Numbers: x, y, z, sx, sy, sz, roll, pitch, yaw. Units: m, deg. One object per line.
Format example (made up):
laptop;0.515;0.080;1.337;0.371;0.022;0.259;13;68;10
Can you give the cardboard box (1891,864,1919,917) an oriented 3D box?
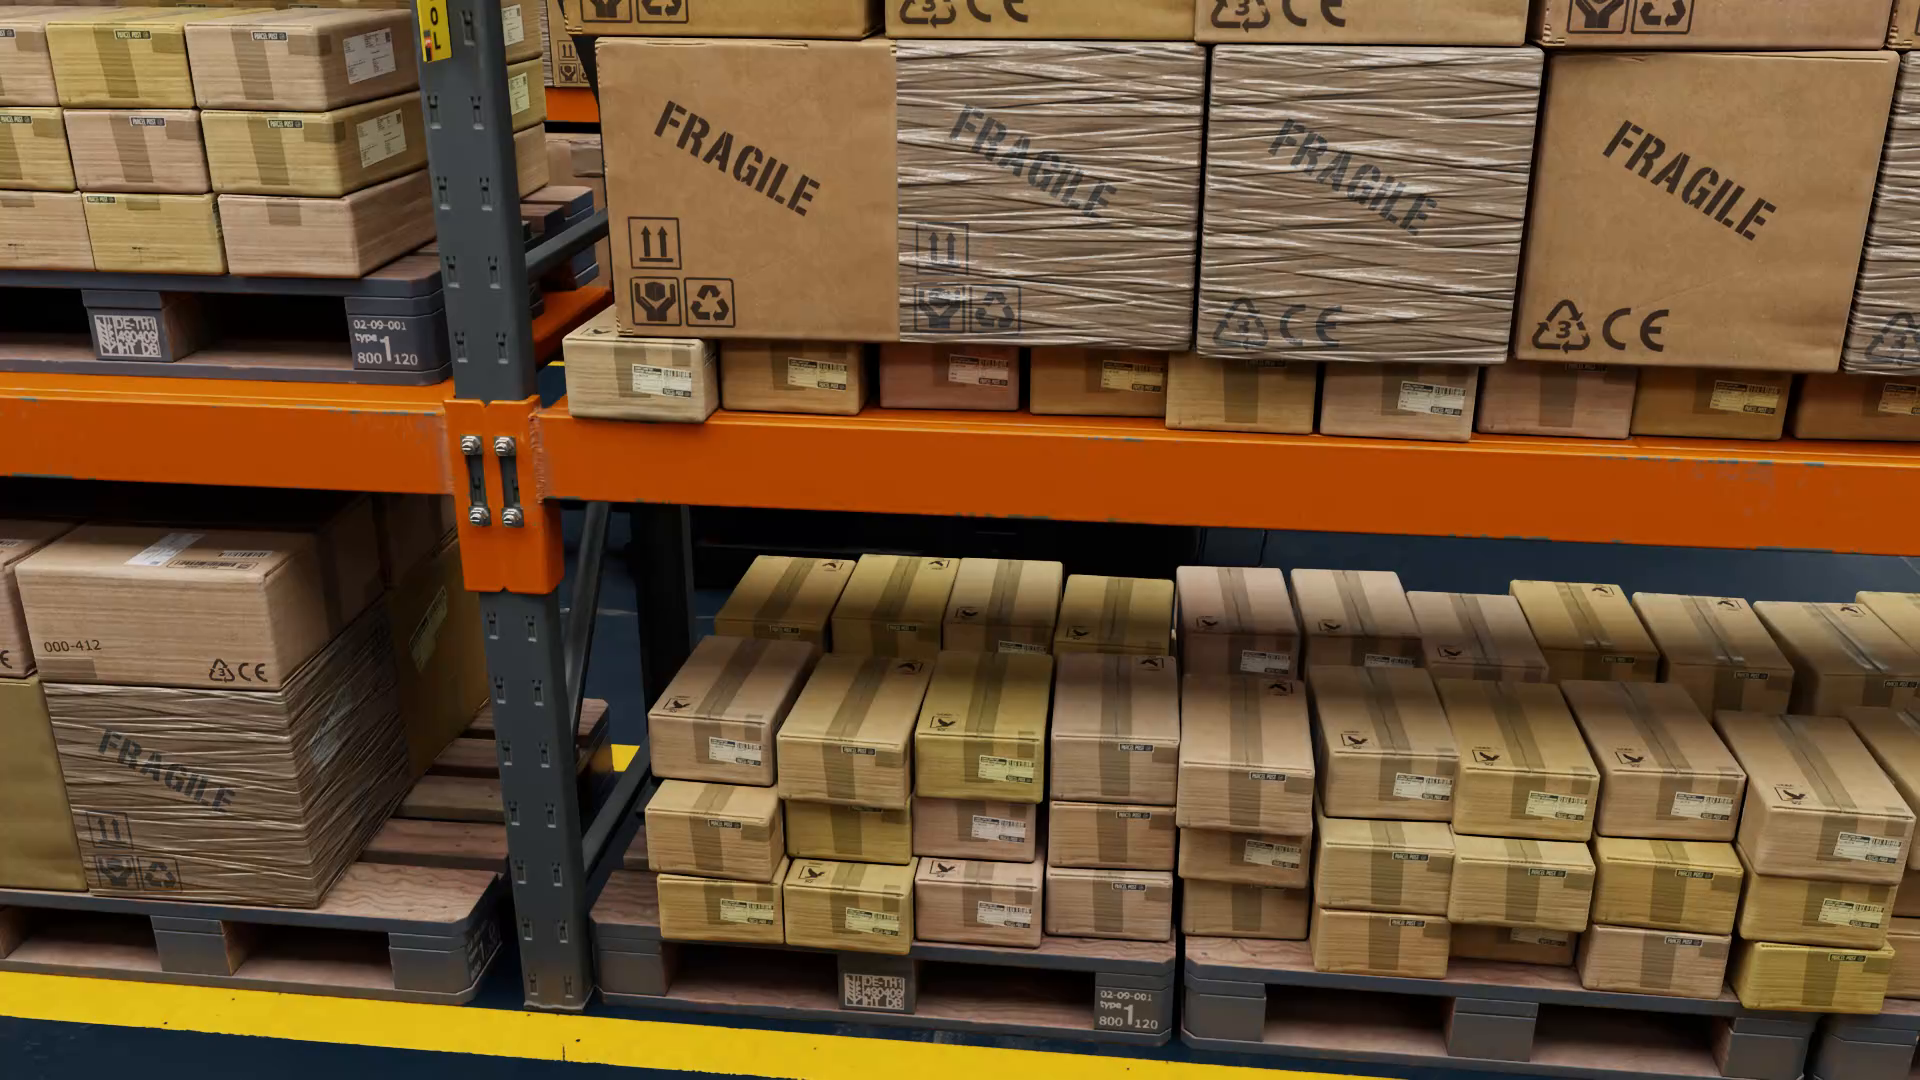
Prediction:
cardboard box;1.858;0.580;3.294;0.250;0.149;0.380;2;22;6

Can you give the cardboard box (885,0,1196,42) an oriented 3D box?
cardboard box;0.150;-1.120;2.791;0.500;0.500;0.500;2;22;5

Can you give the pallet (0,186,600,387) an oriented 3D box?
pallet;-1.527;-0.592;3.619;1.213;0.211;1.003;2;22;6

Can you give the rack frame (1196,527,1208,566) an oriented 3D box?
rack frame;0.851;-0.322;5.485;0.006;0.900;0.240;10;23;11

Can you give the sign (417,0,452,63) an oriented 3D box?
sign;-0.847;-0.931;2.639;0.005;0.325;0.100;2;22;6

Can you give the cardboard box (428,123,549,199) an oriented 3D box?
cardboard box;-1.123;-0.859;3.802;0.250;0.149;0.380;1;22;4

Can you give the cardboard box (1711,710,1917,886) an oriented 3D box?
cardboard box;1.593;0.479;3.145;0.250;0.149;0.380;3;22;8

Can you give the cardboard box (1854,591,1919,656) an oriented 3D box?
cardboard box;2.183;0.259;3.701;0.250;0.149;0.380;2;22;6

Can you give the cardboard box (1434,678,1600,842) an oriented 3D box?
cardboard box;1.081;0.426;3.279;0.250;0.149;0.380;3;22;7

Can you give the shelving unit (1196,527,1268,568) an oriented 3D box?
shelving unit;0.950;-0.305;5.465;0.210;0.900;0.258;10;23;11

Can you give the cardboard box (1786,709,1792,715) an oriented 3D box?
cardboard box;1.936;0.392;3.770;0.250;0.149;0.380;3;22;8

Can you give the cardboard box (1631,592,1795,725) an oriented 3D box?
cardboard box;1.653;0.263;3.691;0.250;0.149;0.380;3;22;8

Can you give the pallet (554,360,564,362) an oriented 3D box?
pallet;-2.091;-1.163;8.593;1.213;0.211;1.003;2;22;6

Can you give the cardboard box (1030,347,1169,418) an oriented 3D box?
cardboard box;0.263;-0.356;3.103;0.250;0.149;0.380;2;22;4

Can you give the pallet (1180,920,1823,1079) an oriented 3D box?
pallet;1.101;0.770;3.706;1.213;0.211;1.003;2;22;6

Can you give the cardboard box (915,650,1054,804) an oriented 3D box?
cardboard box;0.056;0.376;3.407;0.250;0.149;0.380;2;22;6

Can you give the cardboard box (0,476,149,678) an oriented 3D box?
cardboard box;-2.064;0.056;3.526;0.500;0.250;0.500;4;22;9

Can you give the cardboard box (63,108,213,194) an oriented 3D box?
cardboard box;-1.466;-0.768;3.168;0.250;0.149;0.380;3;22;7

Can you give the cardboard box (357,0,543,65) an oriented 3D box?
cardboard box;-1.123;-1.135;3.693;0.250;0.149;0.380;4;22;9

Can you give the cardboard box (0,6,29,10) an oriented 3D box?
cardboard box;-1.991;-0.931;3.176;0.250;0.149;0.380;2;22;6

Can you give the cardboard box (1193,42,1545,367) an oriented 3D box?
cardboard box;0.665;-0.613;2.869;0.500;0.500;0.500;2;22;5

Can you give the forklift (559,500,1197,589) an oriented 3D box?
forklift;-0.682;-1.396;5.486;3.031;2.935;1.130;3;22;7

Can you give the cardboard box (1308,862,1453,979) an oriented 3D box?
cardboard box;0.832;0.710;3.371;0.250;0.149;0.380;2;22;5

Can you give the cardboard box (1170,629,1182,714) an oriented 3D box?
cardboard box;0.596;0.357;3.858;0.250;0.149;0.380;3;22;8

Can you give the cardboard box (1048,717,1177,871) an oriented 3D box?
cardboard box;0.313;0.518;3.452;0.250;0.149;0.380;1;22;4

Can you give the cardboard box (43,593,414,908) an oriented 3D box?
cardboard box;-1.550;0.432;3.596;0.500;0.500;0.500;2;22;5

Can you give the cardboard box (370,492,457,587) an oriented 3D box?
cardboard box;-1.488;-0.105;3.935;0.500;0.250;0.500;2;22;4

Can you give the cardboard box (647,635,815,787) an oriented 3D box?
cardboard box;-0.468;0.349;3.474;0.250;0.149;0.380;3;22;8

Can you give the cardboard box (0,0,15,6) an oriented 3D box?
cardboard box;-2.156;-1.180;3.805;0.250;0.149;0.380;2;22;6

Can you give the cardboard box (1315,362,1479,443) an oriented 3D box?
cardboard box;0.771;-0.307;2.979;0.250;0.149;0.380;3;22;9

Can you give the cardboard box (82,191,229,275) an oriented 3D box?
cardboard box;-1.461;-0.629;3.223;0.250;0.149;0.380;3;22;7

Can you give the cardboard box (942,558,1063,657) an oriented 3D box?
cardboard box;0.105;0.184;3.892;0.250;0.149;0.380;2;22;6

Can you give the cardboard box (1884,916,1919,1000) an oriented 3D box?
cardboard box;1.873;0.739;3.297;0.250;0.149;0.380;3;22;7

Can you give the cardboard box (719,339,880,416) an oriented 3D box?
cardboard box;-0.277;-0.363;3.119;0.250;0.149;0.380;3;22;8

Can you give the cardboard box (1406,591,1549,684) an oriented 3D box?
cardboard box;1.136;0.259;3.701;0.250;0.149;0.380;3;22;6

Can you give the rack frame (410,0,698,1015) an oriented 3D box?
rack frame;-0.785;-0.595;3.365;0.127;3.000;1.000;2;22;6

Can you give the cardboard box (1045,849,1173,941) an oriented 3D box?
cardboard box;0.313;0.664;3.486;0.250;0.149;0.380;2;22;5

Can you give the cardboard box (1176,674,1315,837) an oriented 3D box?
cardboard box;0.561;0.420;3.296;0.250;0.149;0.380;3;22;7

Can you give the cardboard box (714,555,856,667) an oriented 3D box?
cardboard box;-0.401;0.179;3.904;0.250;0.149;0.380;3;22;8

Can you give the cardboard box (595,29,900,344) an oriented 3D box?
cardboard box;-0.323;-0.667;3.005;0.500;0.500;0.500;2;22;5

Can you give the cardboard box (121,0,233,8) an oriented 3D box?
cardboard box;-1.654;-1.157;3.748;0.250;0.149;0.380;3;22;7

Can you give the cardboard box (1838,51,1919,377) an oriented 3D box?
cardboard box;1.695;-0.575;2.774;0.500;0.500;0.500;3;22;6

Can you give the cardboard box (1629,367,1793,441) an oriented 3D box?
cardboard box;1.296;-0.310;2.985;0.250;0.149;0.380;3;22;7

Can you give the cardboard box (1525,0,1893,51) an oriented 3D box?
cardboard box;1.157;-1.064;2.650;0.500;0.500;0.500;2;22;4

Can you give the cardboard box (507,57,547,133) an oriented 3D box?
cardboard box;-1.123;-0.997;3.747;0.250;0.149;0.380;3;22;7

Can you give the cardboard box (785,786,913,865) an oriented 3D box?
cardboard box;-0.201;0.508;3.477;0.250;0.149;0.380;3;22;7

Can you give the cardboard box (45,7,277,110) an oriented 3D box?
cardboard box;-1.474;-0.908;3.117;0.250;0.149;0.380;2;22;5

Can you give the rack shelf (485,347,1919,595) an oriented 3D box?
rack shelf;1.201;-0.174;3.279;4.000;0.370;1.077;2;22;6

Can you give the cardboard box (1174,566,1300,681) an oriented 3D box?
cardboard box;0.633;0.202;3.847;0.250;0.149;0.380;1;22;4

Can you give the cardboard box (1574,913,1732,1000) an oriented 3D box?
cardboard box;1.344;0.732;3.316;0.250;0.149;0.380;3;22;7

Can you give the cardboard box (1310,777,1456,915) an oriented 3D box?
cardboard box;0.826;0.572;3.314;0.250;0.149;0.380;2;22;6

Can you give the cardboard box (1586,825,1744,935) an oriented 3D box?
cardboard box;1.345;0.594;3.259;0.250;0.149;0.380;4;22;9

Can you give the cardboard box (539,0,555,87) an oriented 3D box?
cardboard box;-2.105;-2.436;7.886;0.500;0.500;0.500;3;22;6

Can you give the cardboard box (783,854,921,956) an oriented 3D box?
cardboard box;-0.197;0.680;3.446;0.250;0.149;0.380;3;22;8
